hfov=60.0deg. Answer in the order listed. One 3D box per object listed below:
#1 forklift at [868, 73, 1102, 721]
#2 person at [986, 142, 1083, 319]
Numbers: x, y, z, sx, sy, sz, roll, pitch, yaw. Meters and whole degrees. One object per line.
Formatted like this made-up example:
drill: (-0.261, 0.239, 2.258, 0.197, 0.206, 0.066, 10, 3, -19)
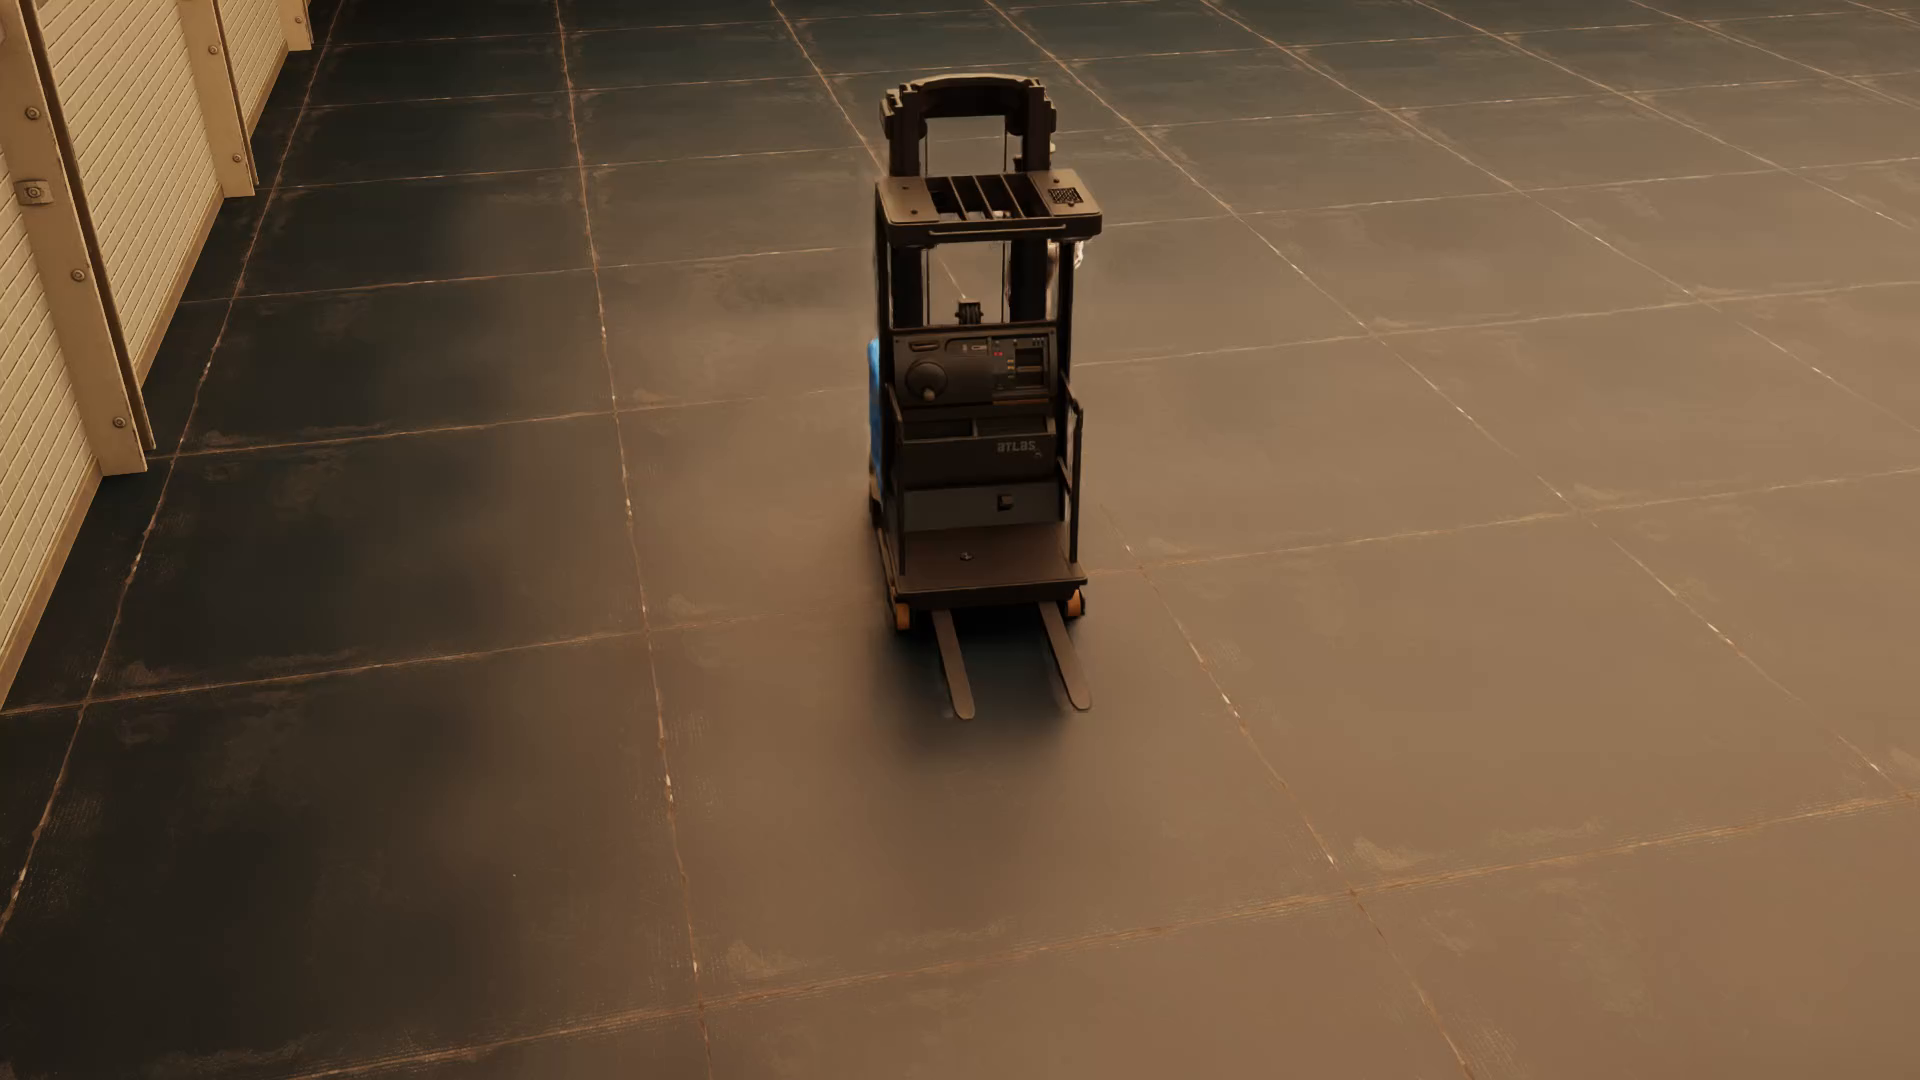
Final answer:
forklift: (0.121, -0.934, 9.188, 1.130, 2.935, 3.031, -4, 30, -7)
person: (0.576, -2.223, 12.702, 0.694, 1.649, 0.502, -6, 31, -11)
